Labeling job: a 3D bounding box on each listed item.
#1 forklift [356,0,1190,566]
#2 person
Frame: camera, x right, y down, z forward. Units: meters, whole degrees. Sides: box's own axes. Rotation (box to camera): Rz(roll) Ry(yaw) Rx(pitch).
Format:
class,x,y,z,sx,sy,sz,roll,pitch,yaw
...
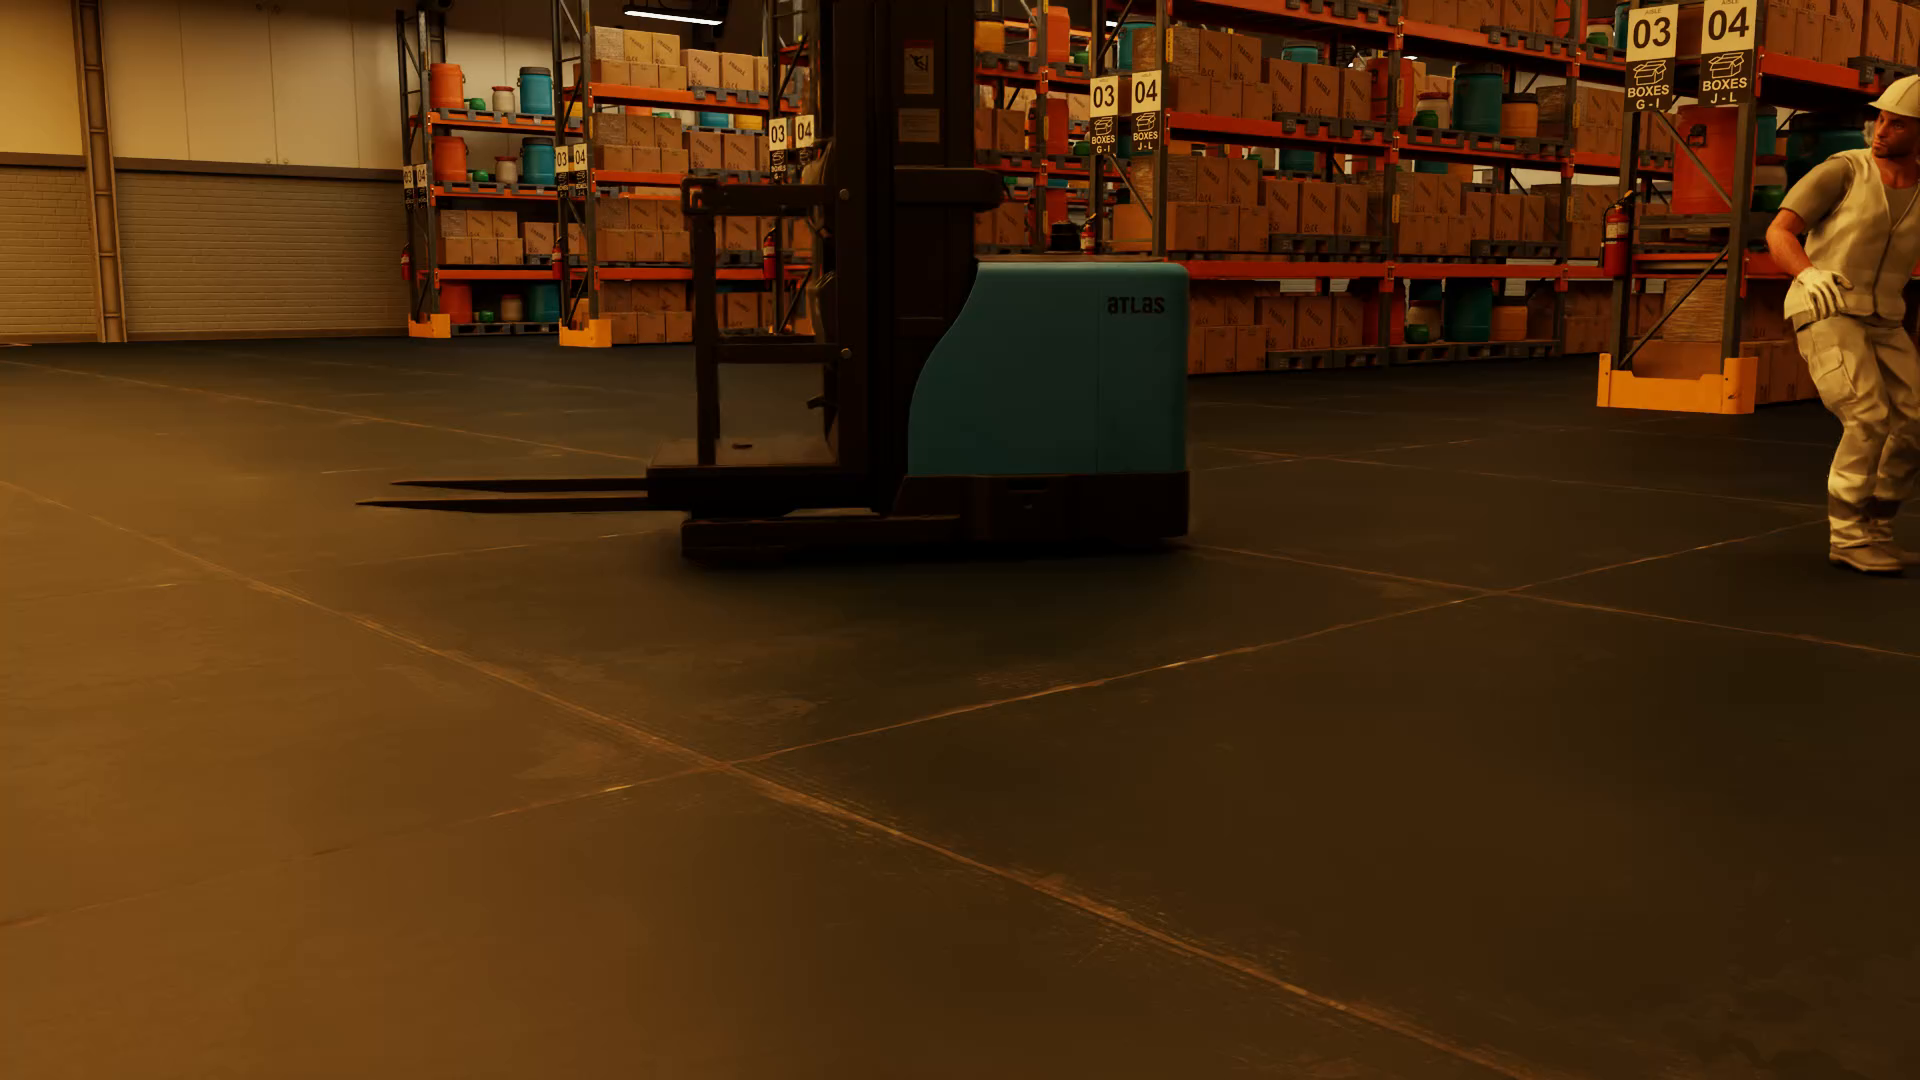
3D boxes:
class,x,y,z,sx,sy,sz,roll,pitch,yaw
forklift,-0.700,-1.441,6.265,3.031,2.935,1.130,-1,9,-7
person,3.244,-0.729,5.777,0.784,1.722,0.675,-2,9,-12
